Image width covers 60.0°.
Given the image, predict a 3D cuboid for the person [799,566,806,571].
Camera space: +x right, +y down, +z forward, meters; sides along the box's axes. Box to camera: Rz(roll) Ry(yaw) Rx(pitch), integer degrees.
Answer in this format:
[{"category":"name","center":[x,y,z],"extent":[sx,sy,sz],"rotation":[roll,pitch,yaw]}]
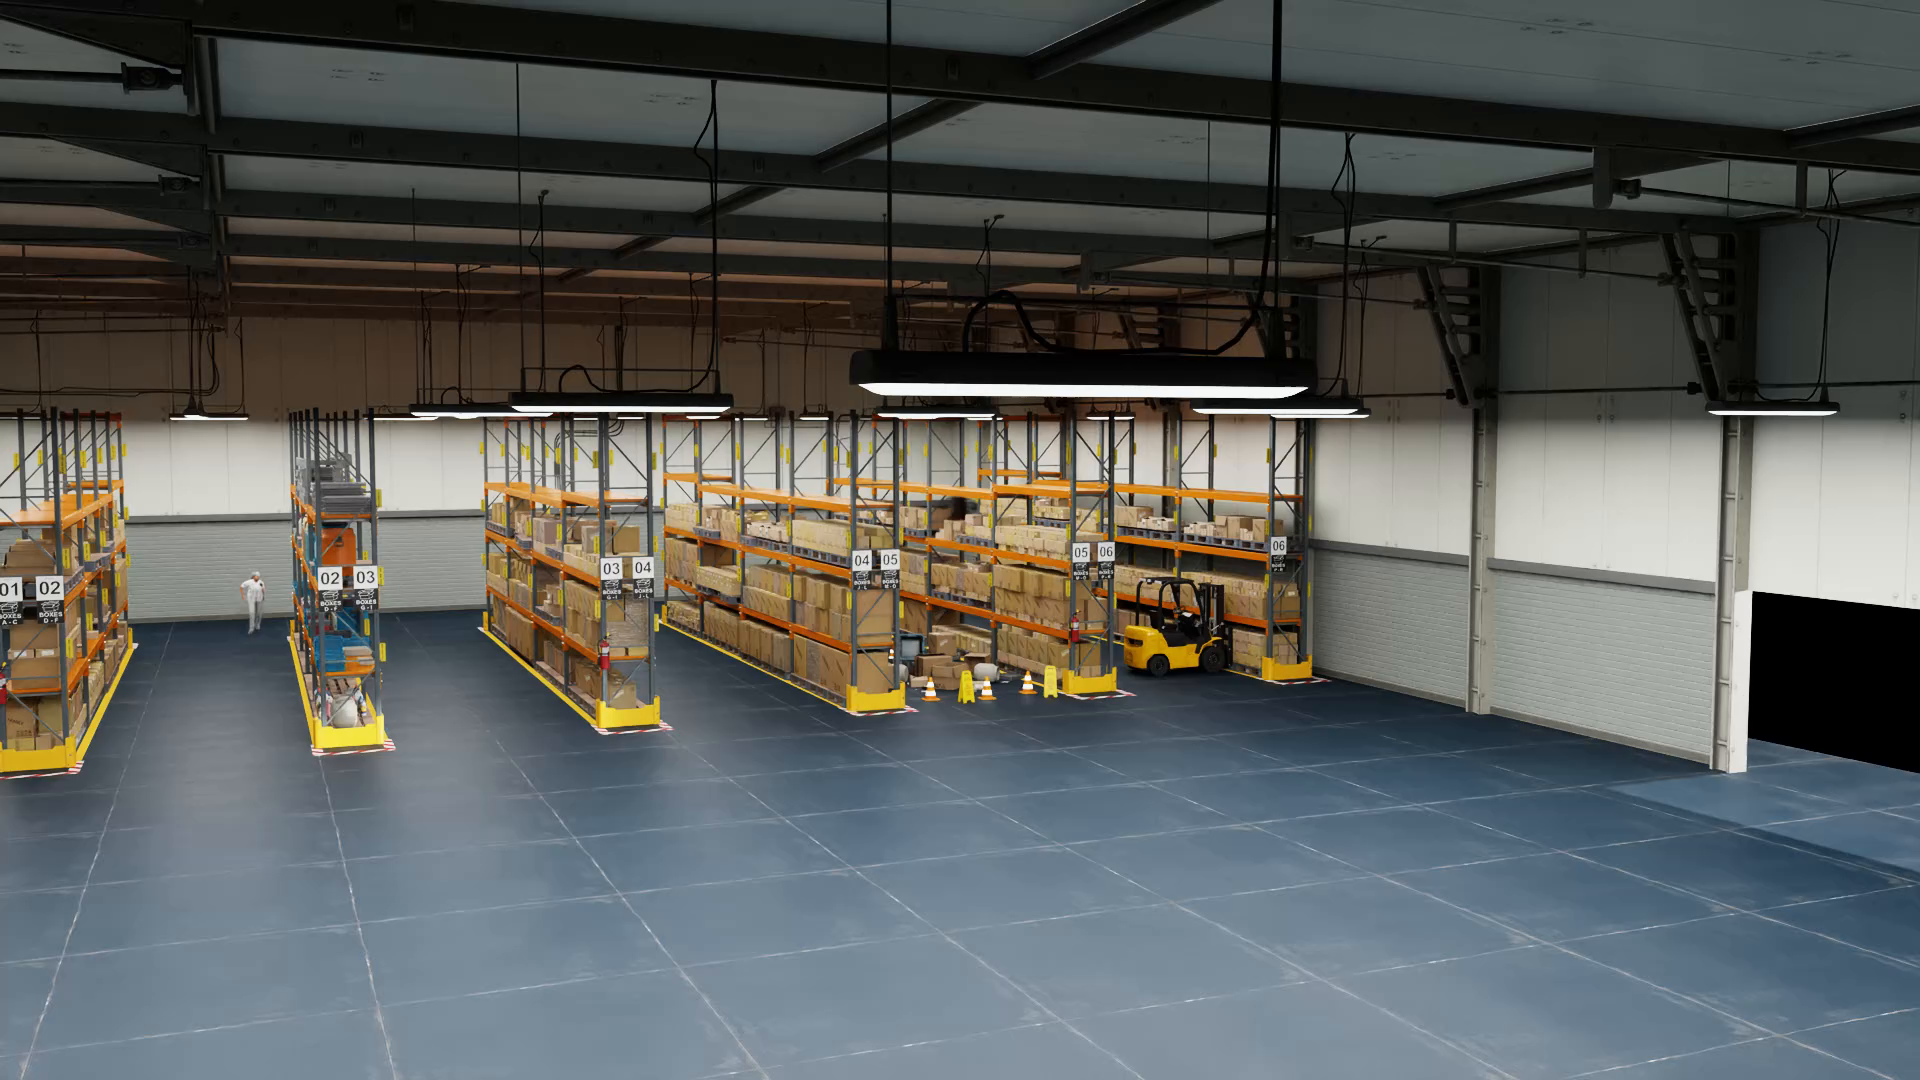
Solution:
[{"category":"person","center":[-4.497,1.607,47.181],"extent":[0.701,1.850,0.796],"rotation":[0,4,1]}]

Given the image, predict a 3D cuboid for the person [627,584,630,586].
[{"category":"person","center":[-9.484,1.533,47.239],"extent":[0.567,1.774,0.564],"rotation":[0,4,-6]}]

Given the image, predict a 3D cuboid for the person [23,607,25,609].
[{"category":"person","center":[-23.689,1.951,42.298],"extent":[0.446,1.603,0.985],"rotation":[-3,5,-38]}]

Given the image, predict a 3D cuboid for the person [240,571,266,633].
[{"category":"person","center":[-19.393,1.679,45.633],"extent":[0.661,1.640,0.963],"rotation":[-2,4,-25]}]
